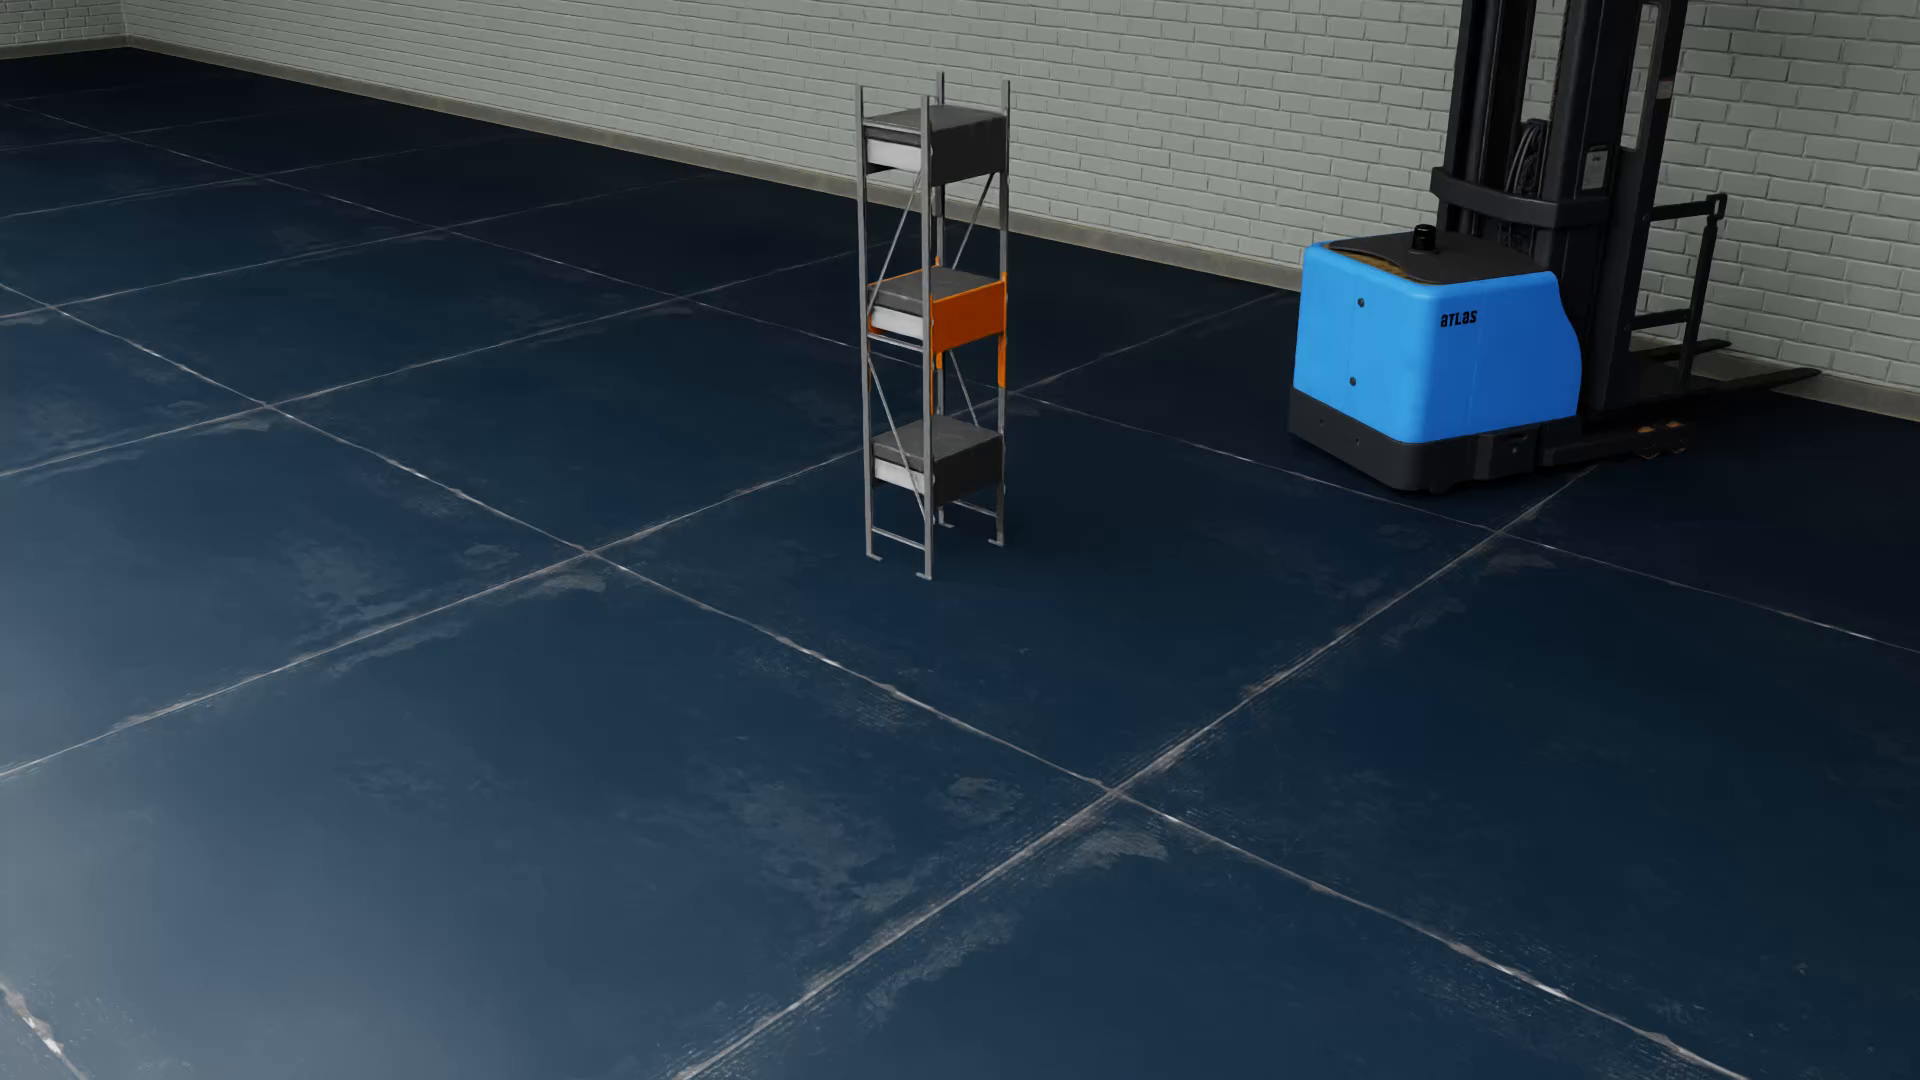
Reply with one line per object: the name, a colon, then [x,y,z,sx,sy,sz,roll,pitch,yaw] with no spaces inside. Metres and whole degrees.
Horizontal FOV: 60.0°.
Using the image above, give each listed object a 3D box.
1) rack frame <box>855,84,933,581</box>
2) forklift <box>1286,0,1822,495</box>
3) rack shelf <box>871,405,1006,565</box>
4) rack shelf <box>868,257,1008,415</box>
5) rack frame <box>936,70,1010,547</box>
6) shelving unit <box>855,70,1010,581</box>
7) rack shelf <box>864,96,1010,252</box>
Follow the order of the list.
rack frame: [-0.273,-0.833,7.042,0.400,2.100,0.015,20,31,38]
forklift: [3.310,-1.947,8.511,3.031,2.935,1.130,-10,26,-22]
rack shelf: [-0.110,-0.256,7.500,0.431,0.518,0.480,20,31,38]
rack shelf: [-0.110,-0.895,7.214,0.431,0.518,0.480,20,31,38]
rack frame: [0.052,-0.982,7.374,0.400,2.100,0.015,20,31,38]
shelving unit: [-0.110,-0.908,7.208,0.431,2.100,0.503,20,31,38]
rack shelf: [-0.110,-1.534,6.927,0.431,0.518,0.480,20,31,38]
